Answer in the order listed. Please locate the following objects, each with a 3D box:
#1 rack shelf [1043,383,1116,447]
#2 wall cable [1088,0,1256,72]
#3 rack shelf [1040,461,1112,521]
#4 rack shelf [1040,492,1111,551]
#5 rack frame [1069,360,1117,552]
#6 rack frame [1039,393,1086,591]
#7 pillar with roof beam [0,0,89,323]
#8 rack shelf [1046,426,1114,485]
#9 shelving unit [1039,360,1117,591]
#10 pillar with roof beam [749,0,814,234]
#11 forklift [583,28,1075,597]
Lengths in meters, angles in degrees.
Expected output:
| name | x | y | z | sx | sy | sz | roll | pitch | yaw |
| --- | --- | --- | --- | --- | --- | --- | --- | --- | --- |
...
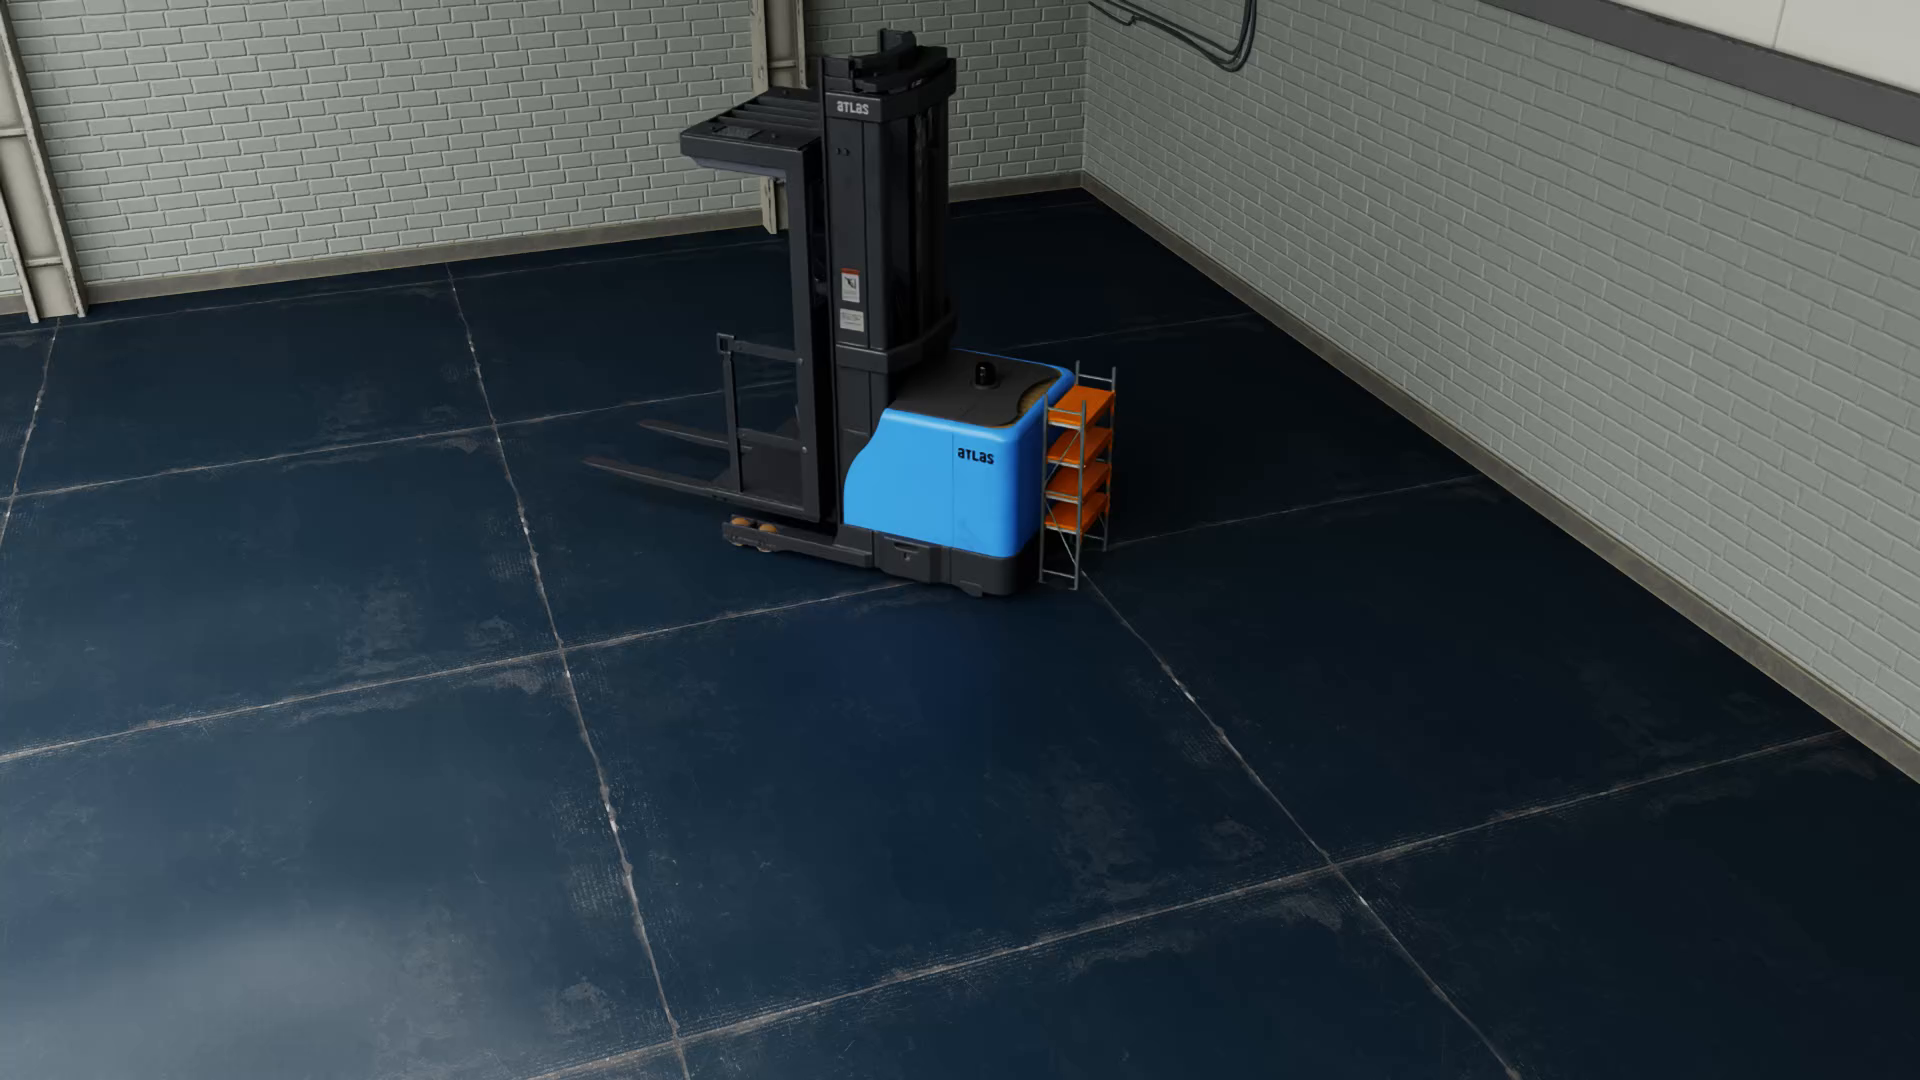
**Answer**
| name | x | y | z | sx | sy | sz | roll | pitch | yaw |
| --- | --- | --- | --- | --- | --- | --- | --- | --- | --- |
| rack shelf | 0.672 | -0.706 | 9.333 | 0.258 | 0.148 | 0.480 | 13 | 32 | 21 |
| wall cable | 1.659 | -5.306 | 13.459 | 0.112 | 2.526 | 3.097 | -10 | 31 | -18 |
| rack shelf | 0.671 | -0.306 | 9.561 | 0.258 | 0.148 | 0.480 | 13 | 32 | 21 |
| rack shelf | 0.671 | -0.134 | 9.659 | 0.258 | 0.148 | 0.480 | 13 | 32 | 21 |
| rack frame | 0.771 | -0.475 | 9.721 | 0.240 | 1.200 | 0.015 | 13 | 32 | 21 |
| rack frame | 0.571 | -0.254 | 9.334 | 0.240 | 1.200 | 0.015 | 13 | 32 | 21 |
| pillar with roof beam | -5.686 | -3.727 | 7.551 | 0.400 | 9.000 | 9.100 | -10 | 31 | -18 |
| rack shelf | 0.671 | -0.500 | 9.450 | 0.258 | 0.148 | 0.480 | 13 | 32 | 21 |
| shelving unit | 0.671 | -0.364 | 9.528 | 0.258 | 1.200 | 0.503 | 13 | 32 | 21 |
| pillar with roof beam | -0.062 | -4.762 | 9.369 | 0.400 | 9.000 | 9.100 | -10 | 31 | -18 |
| forklift | -0.874 | -1.422 | 9.636 | 3.031 | 2.935 | 1.130 | 13 | 32 | 21 |
